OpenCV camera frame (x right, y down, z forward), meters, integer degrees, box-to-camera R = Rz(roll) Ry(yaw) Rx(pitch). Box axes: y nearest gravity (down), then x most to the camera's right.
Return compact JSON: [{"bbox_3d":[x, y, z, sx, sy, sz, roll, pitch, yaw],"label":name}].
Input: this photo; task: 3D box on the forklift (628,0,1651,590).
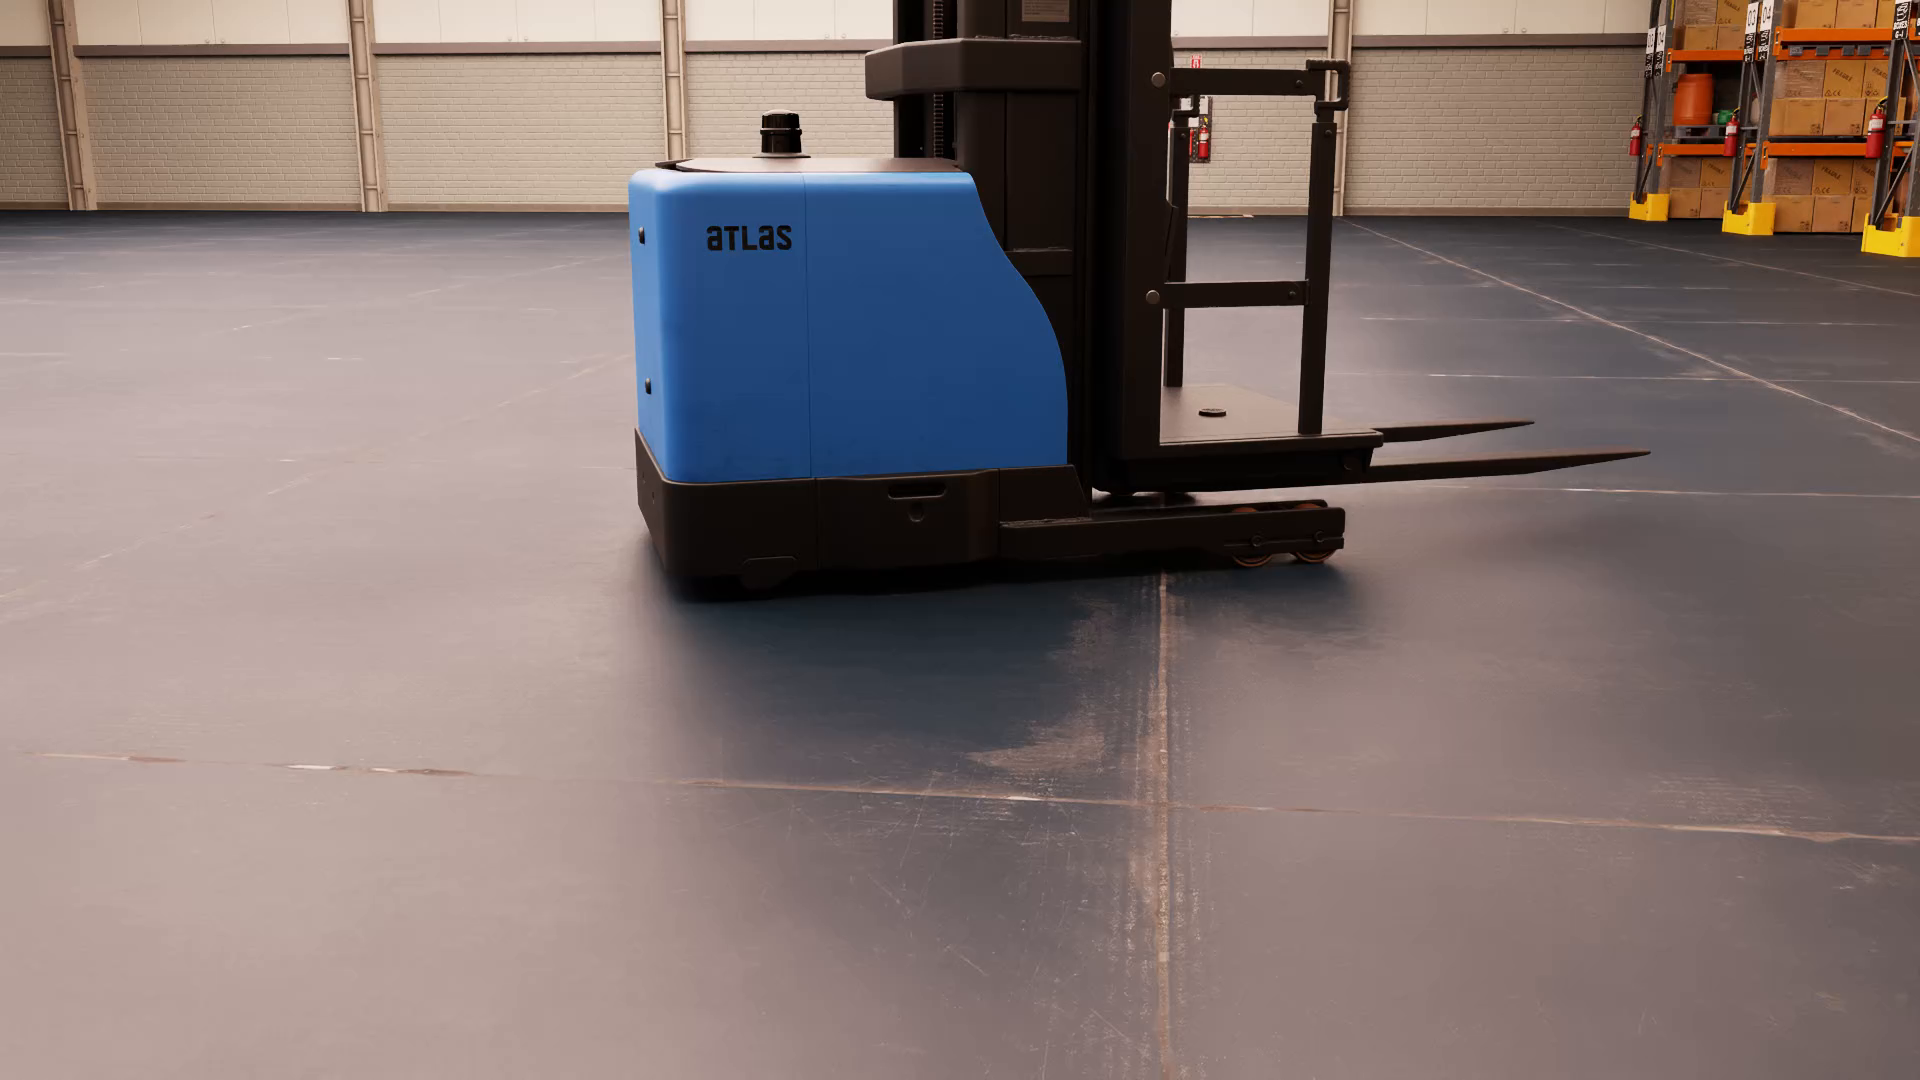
[{"bbox_3d":[0.587,-1.464,4.770,3.031,2.935,1.130,-4,14,-15],"label":"forklift"}]
